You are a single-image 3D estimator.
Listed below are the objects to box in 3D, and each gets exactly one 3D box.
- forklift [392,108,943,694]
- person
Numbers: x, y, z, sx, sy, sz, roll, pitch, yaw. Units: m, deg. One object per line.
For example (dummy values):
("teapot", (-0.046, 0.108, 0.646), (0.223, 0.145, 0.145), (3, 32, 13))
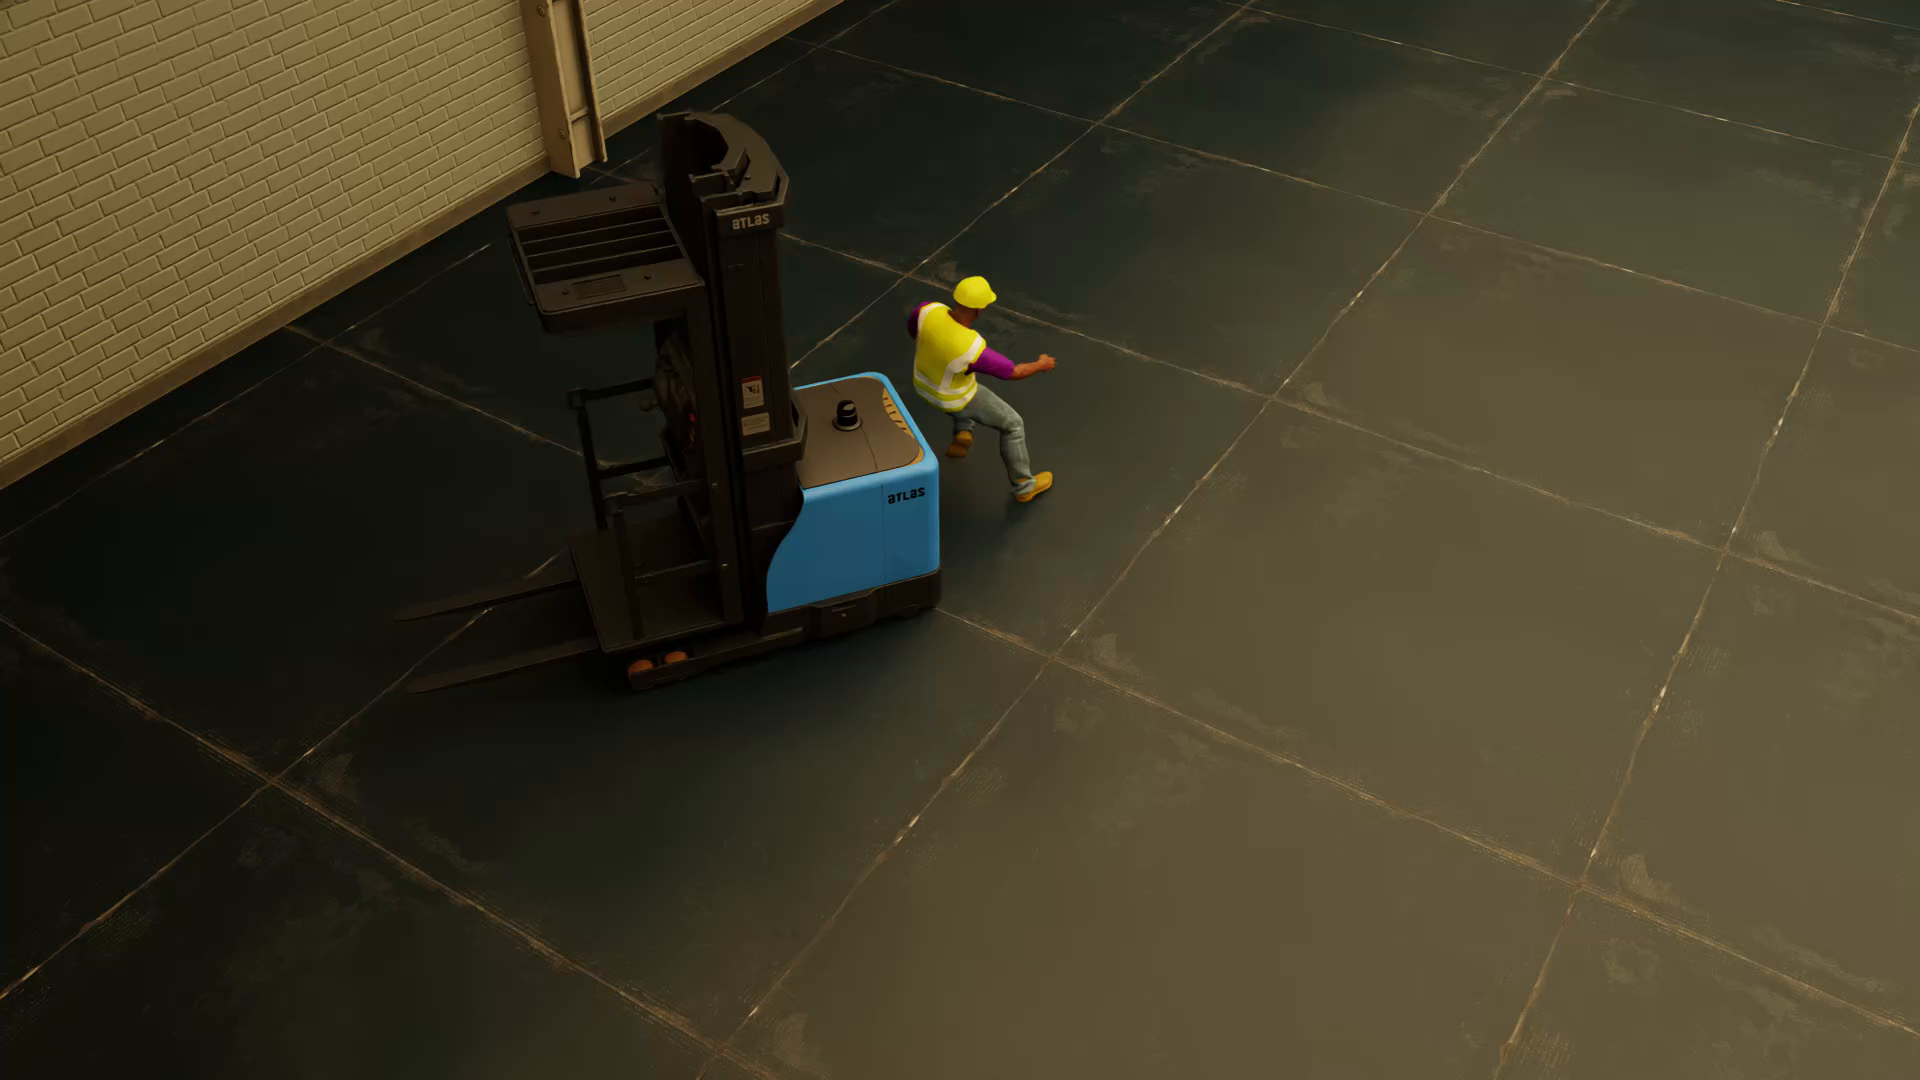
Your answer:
("forklift", (-1.674, -0.675, 8.763), (3.031, 2.935, 1.130), (-14, 42, -16))
("person", (0.145, -1.014, 10.214), (0.794, 1.586, 0.825), (-33, 50, -33))
